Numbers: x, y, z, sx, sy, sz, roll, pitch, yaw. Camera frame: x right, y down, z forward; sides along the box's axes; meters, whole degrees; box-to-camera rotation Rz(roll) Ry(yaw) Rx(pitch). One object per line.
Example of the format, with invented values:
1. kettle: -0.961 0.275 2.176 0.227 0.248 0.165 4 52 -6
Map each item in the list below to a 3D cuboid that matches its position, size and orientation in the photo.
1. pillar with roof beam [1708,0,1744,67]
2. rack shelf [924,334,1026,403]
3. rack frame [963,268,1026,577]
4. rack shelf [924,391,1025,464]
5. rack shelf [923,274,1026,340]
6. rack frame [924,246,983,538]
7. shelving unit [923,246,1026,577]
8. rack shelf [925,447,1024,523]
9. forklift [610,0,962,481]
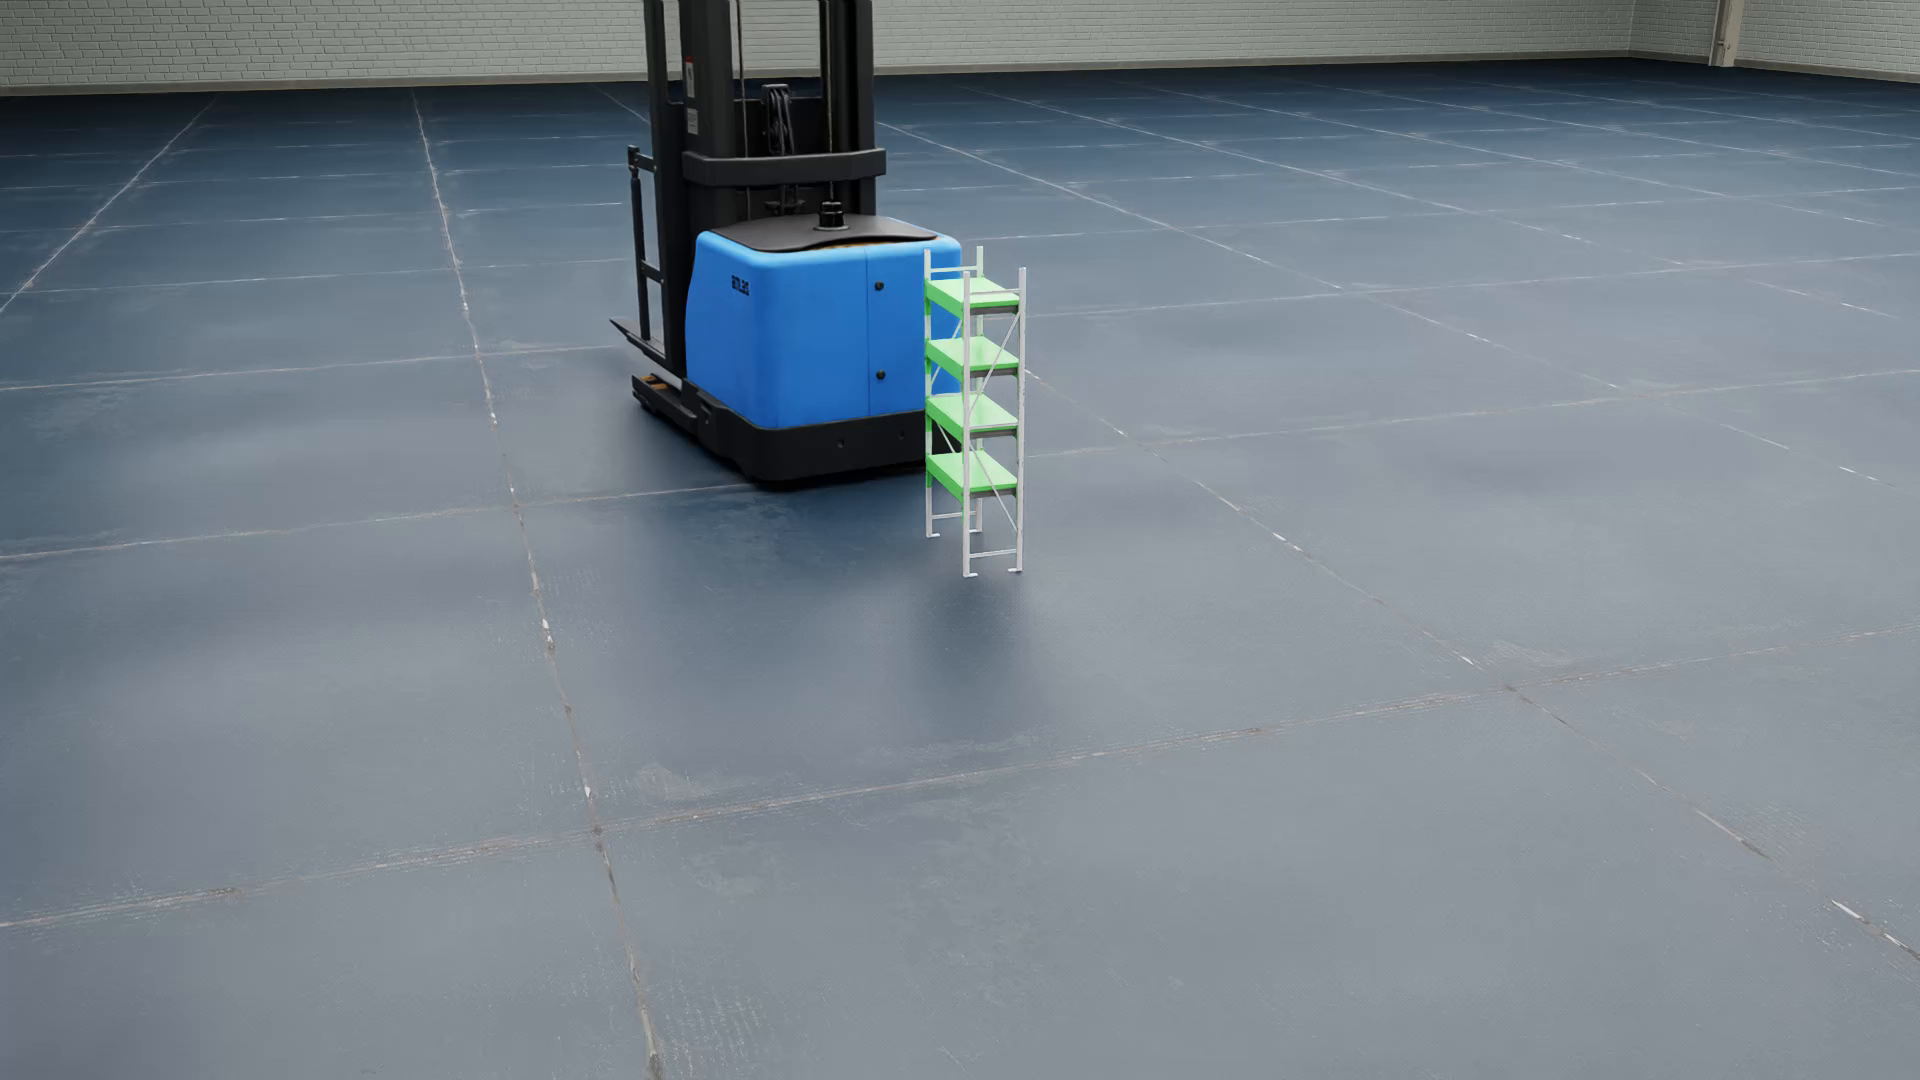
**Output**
1. pillar with roof beam: 11.267 -13.340 30.743 9.100 9.000 0.400 -6 21 -17
2. rack shelf: 0.052 -0.677 6.506 0.258 0.148 0.480 -6 21 -17
3. rack frame: 0.129 -0.433 6.348 0.240 1.200 0.015 -6 21 -17
4. rack shelf: 0.052 -0.451 6.587 0.258 0.148 0.480 -6 21 -17
5. rack shelf: 0.052 -0.903 6.425 0.258 0.148 0.480 -6 21 -17
6. rack frame: -0.025 -0.590 6.784 0.240 1.200 0.015 -6 21 -17
7. shelving unit: 0.052 -0.512 6.566 0.258 1.200 0.503 -6 21 -17
8. rack shelf: 0.052 -0.226 6.669 0.258 0.148 0.480 -6 21 -17
9. forklift: -1.102 -2.099 8.424 1.130 2.935 3.031 -10 22 -26
